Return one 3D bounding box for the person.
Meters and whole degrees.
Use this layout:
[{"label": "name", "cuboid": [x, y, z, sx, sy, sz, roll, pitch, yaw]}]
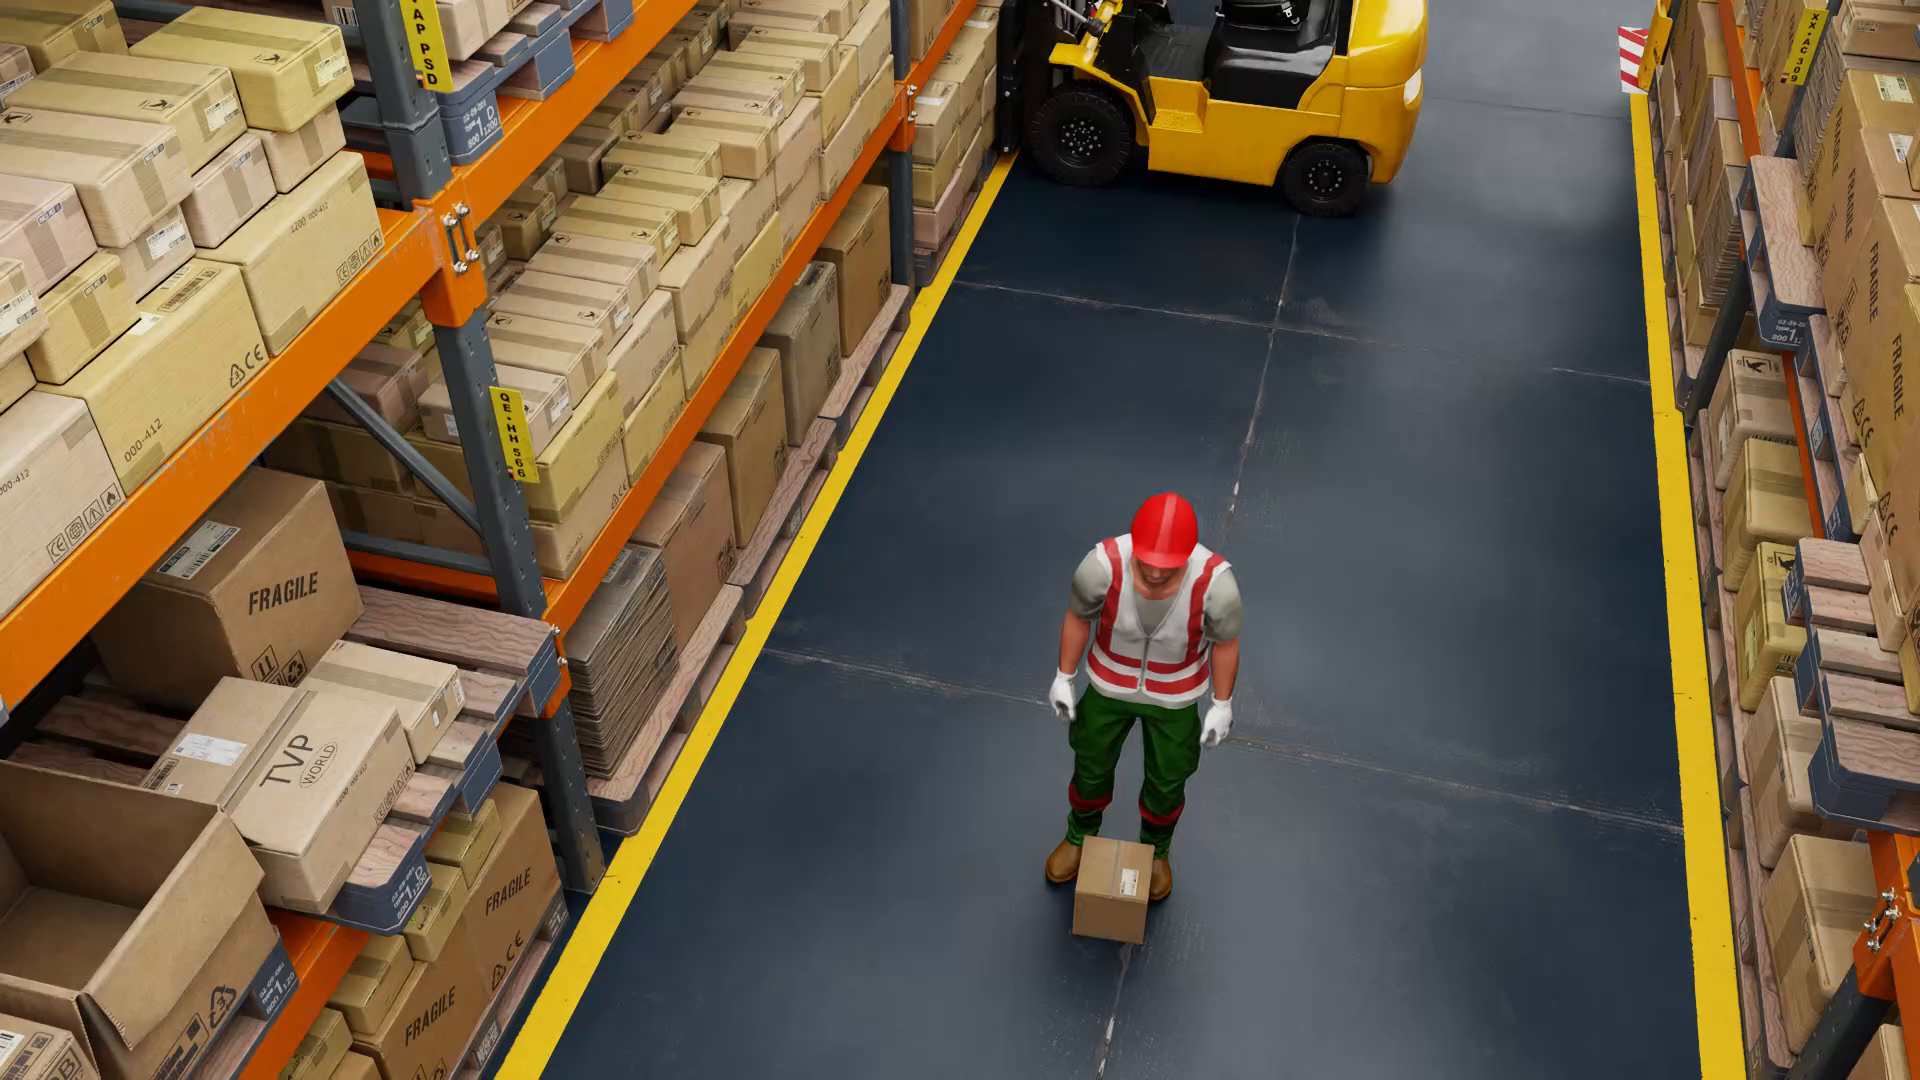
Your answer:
[{"label": "person", "cuboid": [0.608, 0.518, 5.543, 0.620, 1.779, 0.454, 9, 41, 10]}]
